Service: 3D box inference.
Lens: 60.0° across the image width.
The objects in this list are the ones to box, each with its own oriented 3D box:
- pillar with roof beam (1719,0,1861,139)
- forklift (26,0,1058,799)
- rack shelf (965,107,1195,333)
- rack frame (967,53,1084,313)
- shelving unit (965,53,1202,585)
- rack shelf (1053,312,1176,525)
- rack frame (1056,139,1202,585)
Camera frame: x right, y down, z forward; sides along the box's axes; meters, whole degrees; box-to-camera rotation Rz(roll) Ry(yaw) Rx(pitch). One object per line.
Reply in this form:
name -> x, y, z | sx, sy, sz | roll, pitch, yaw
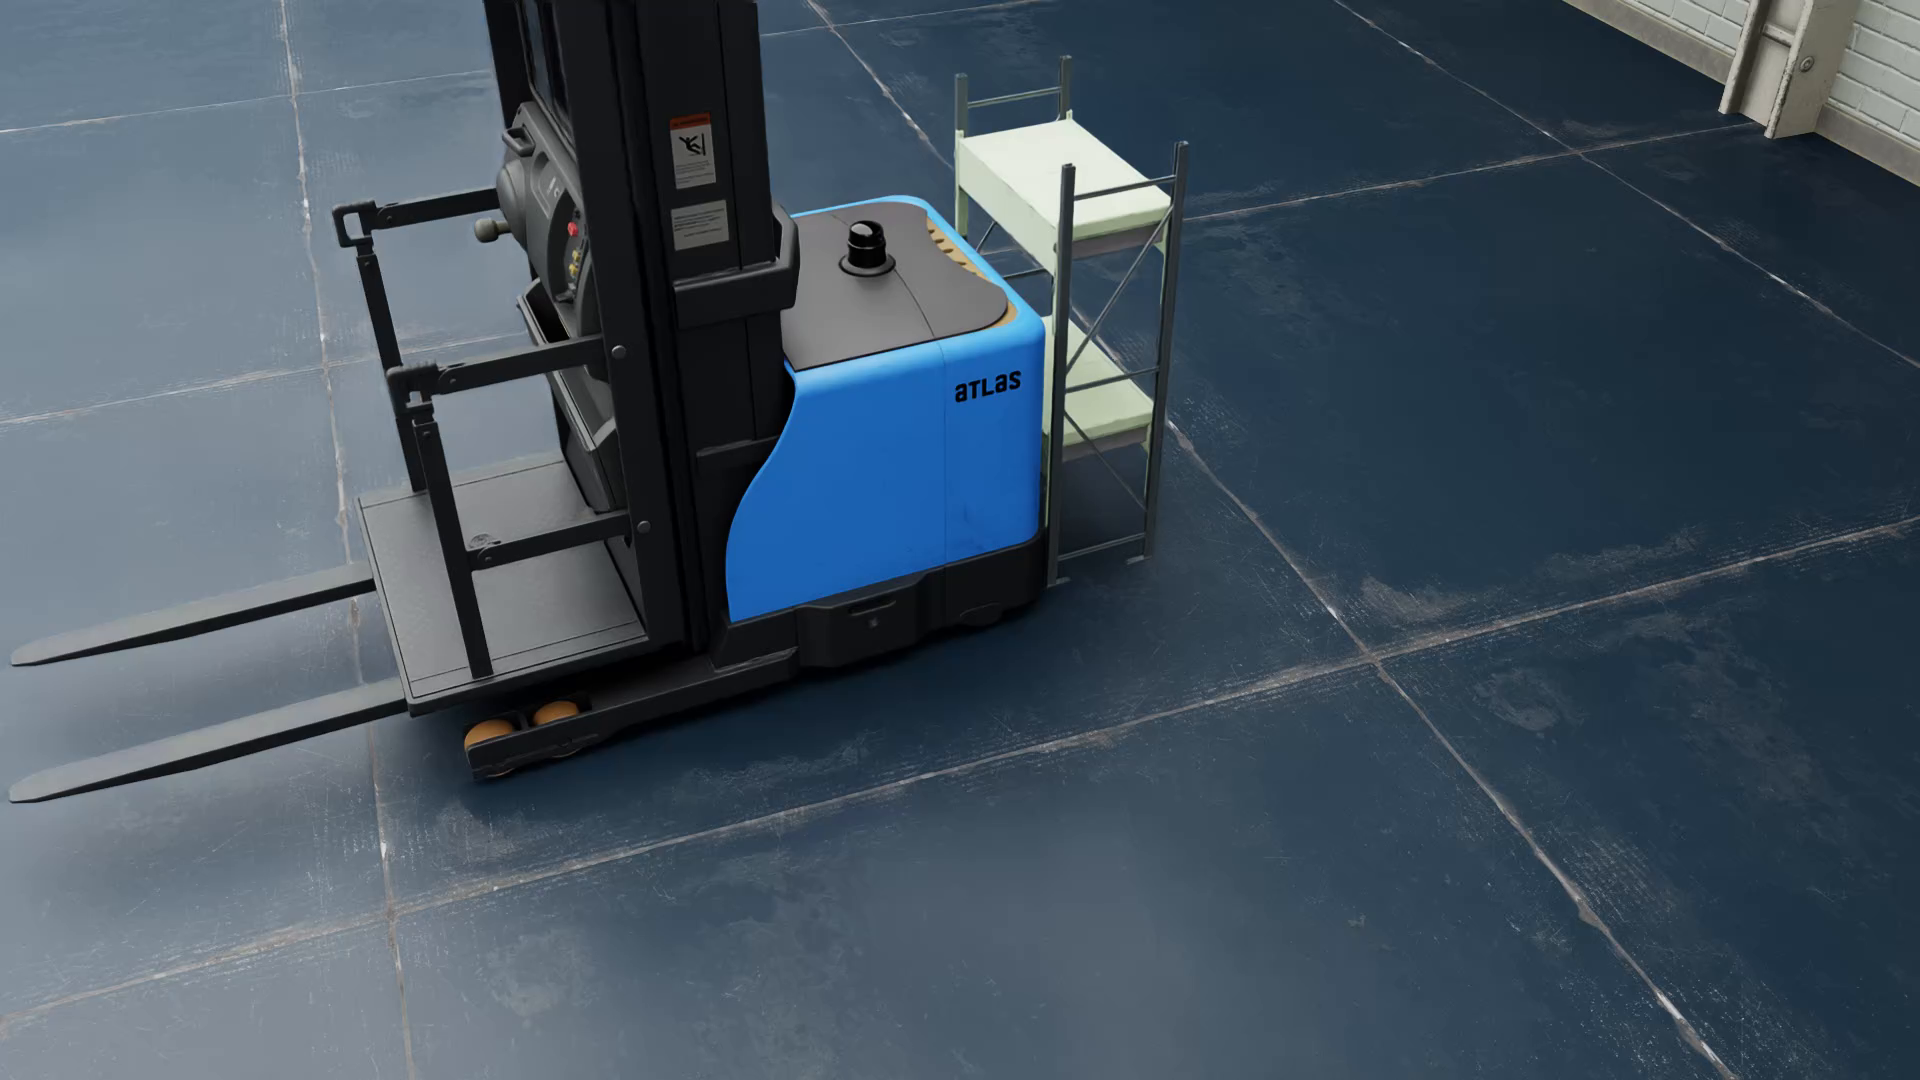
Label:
pillar with roof beam -> 0.159, -4.886, 4.758 | 9.100, 9.000, 0.400 | -12, 39, -16
forklift -> -1.260, -0.856, 4.451 | 3.031, 2.935, 1.130 | -15, 40, -19
rack shelf -> 0.358, -1.016, 5.203 | 0.431, 0.370, 0.720 | -15, 40, -19
rack frame -> 0.208, -0.905, 5.704 | 0.400, 1.500, 0.023 | -15, 40, -19
shelving unit -> 0.358, -0.704, 5.438 | 0.431, 1.500, 0.755 | -15, 40, -19
rack shelf -> 0.357, -0.444, 5.634 | 0.431, 0.370, 0.720 | -15, 40, -19
rack frame -> 0.508, -0.503, 5.171 | 0.400, 1.500, 0.023 | -15, 40, -19
